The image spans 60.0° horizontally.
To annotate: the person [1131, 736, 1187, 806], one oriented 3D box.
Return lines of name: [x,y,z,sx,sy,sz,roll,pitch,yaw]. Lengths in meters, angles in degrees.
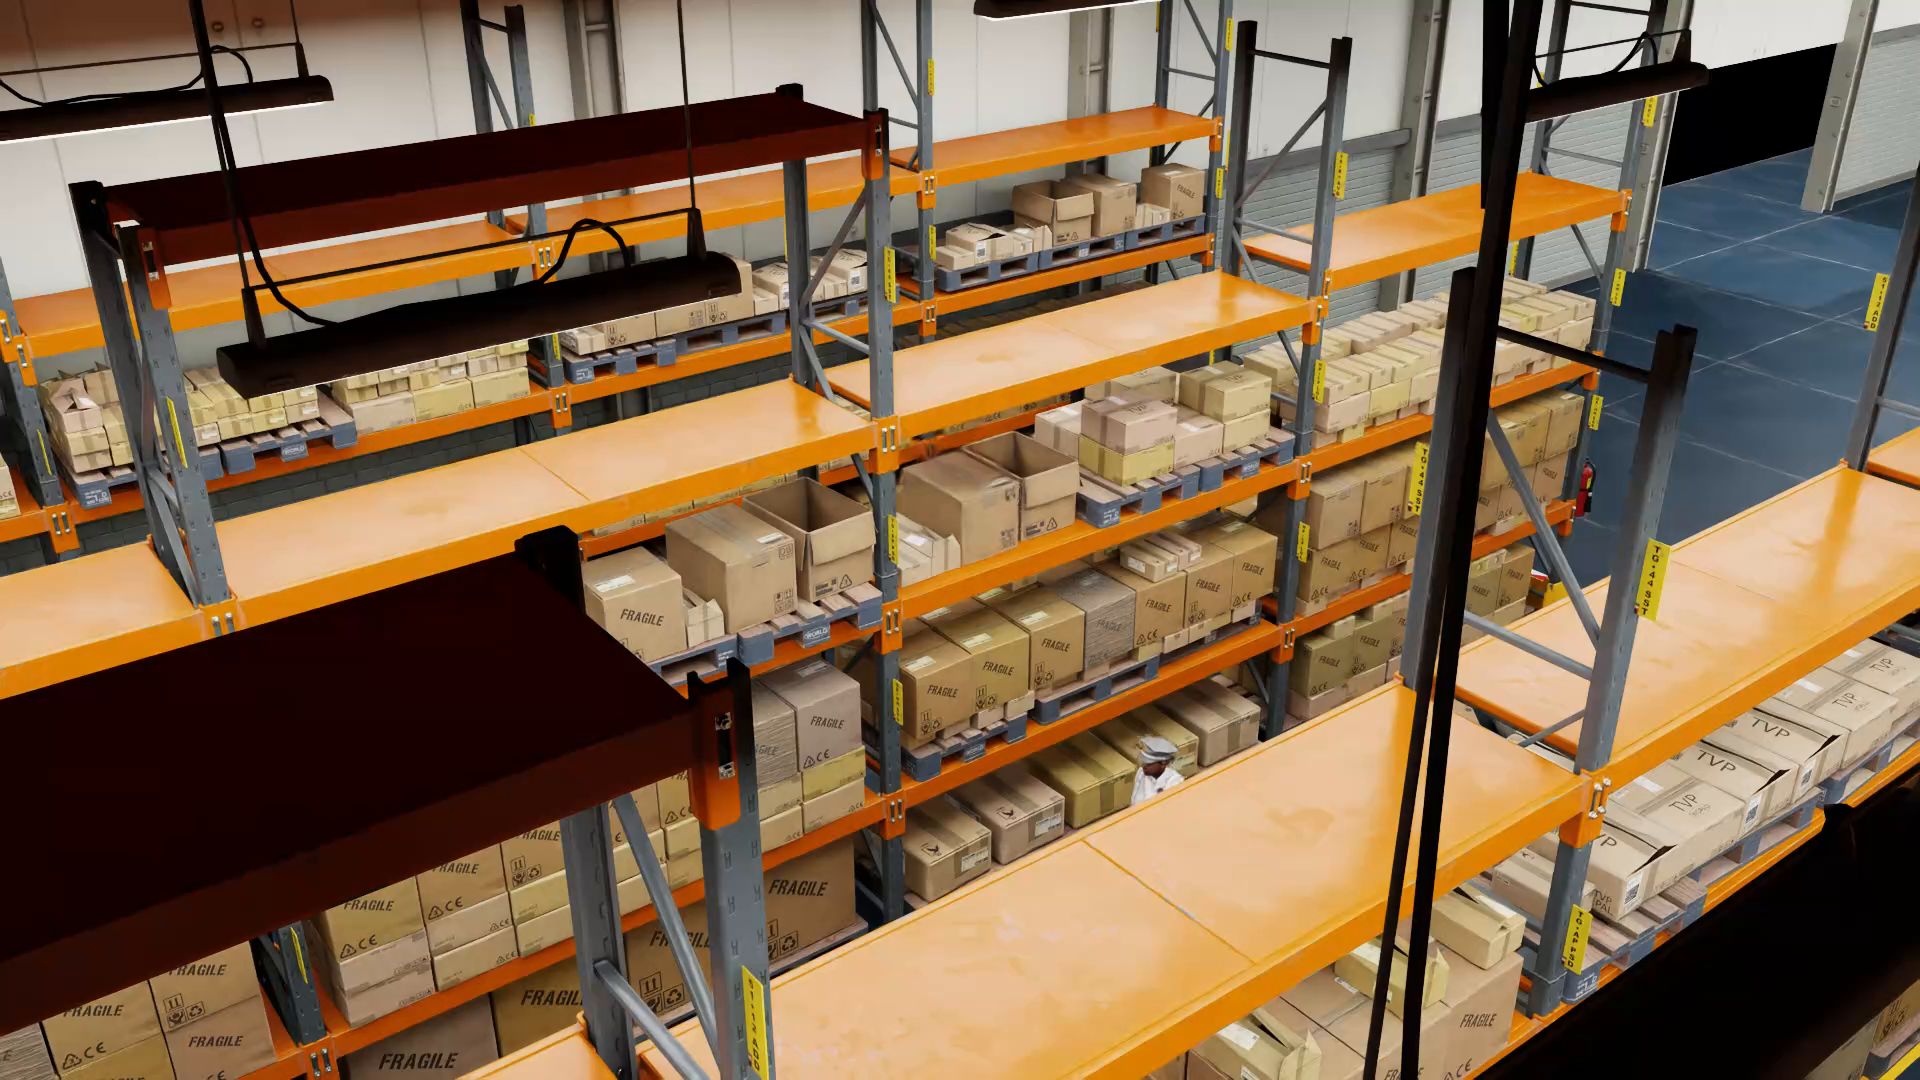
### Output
person: [1.383,2.095,11.633,0.499,1.578,0.517,-22,33,-37]
